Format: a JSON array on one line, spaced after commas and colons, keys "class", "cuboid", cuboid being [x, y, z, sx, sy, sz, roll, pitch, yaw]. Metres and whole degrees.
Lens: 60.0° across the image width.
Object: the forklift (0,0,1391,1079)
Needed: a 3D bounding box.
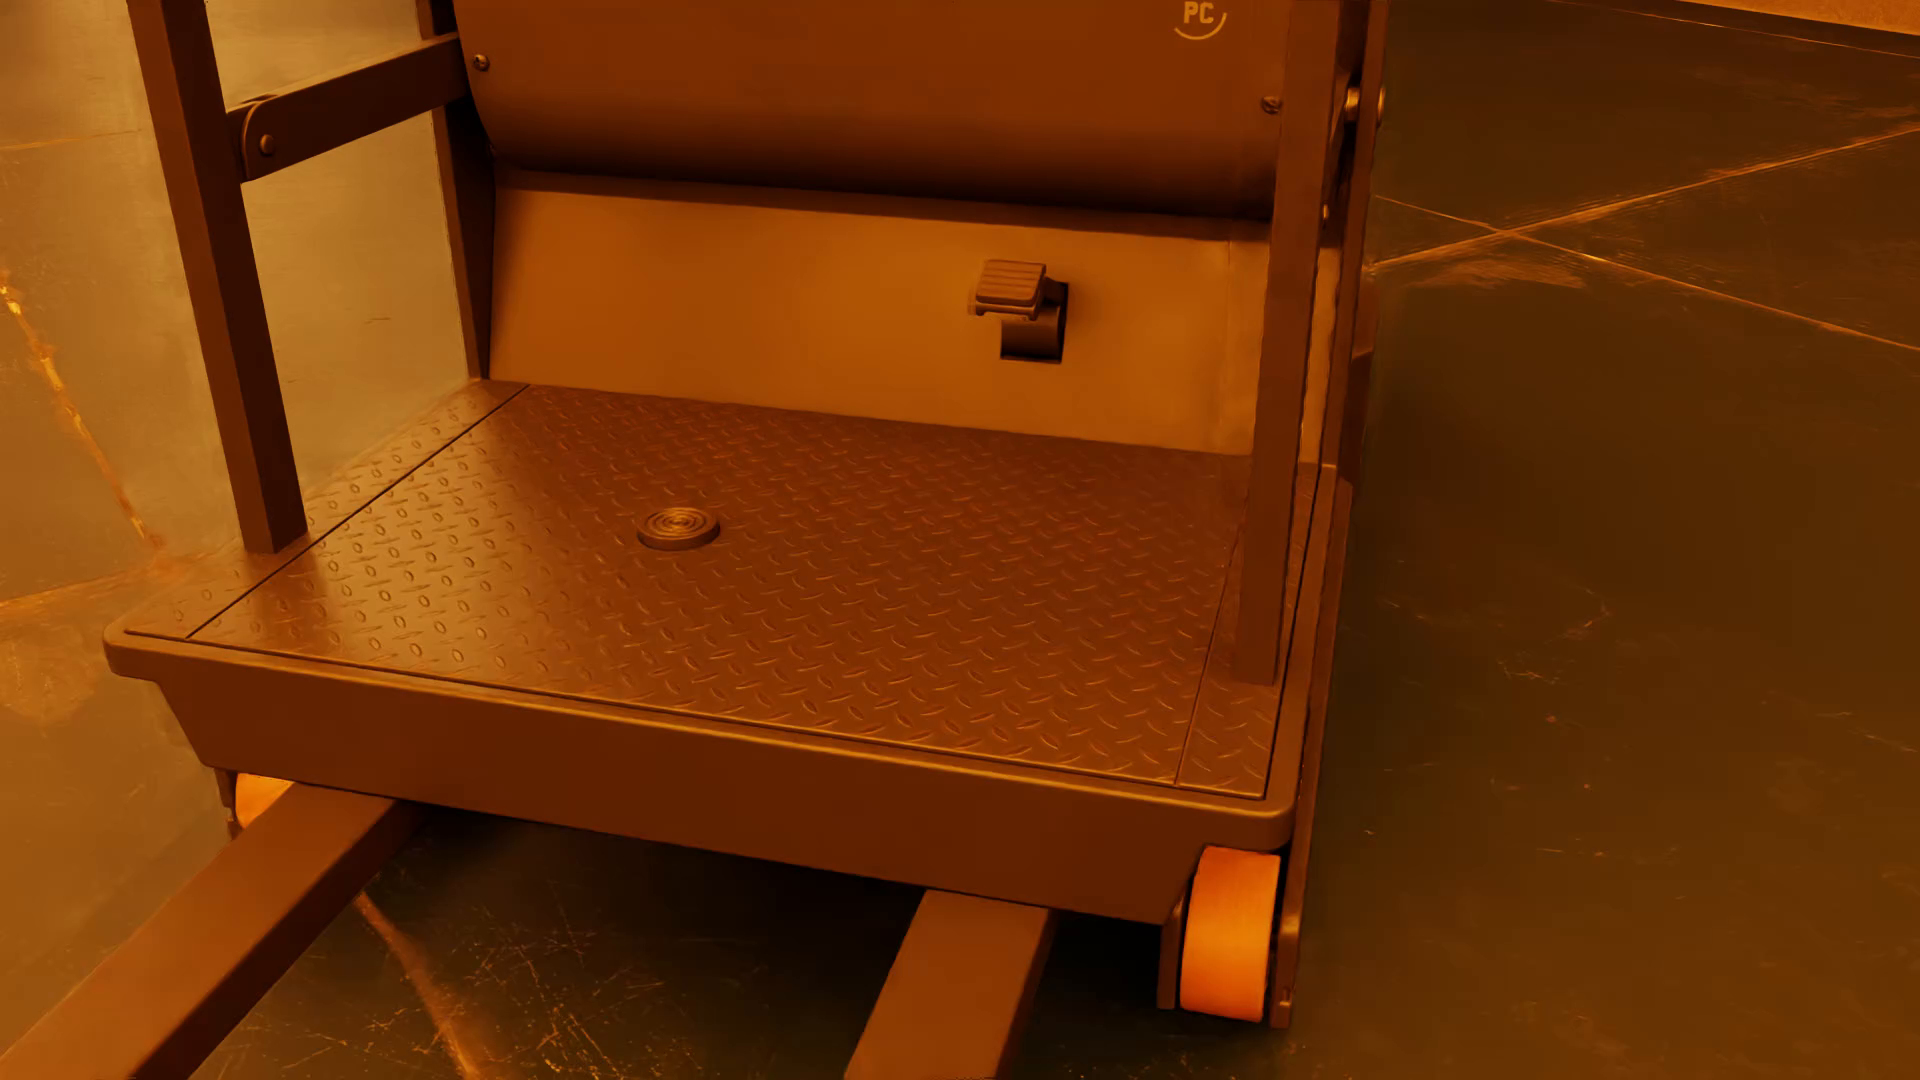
[{"class": "forklift", "cuboid": [-0.151, -1.045, 1.314, 1.130, 2.935, 3.031, 7, 27, 13]}]
